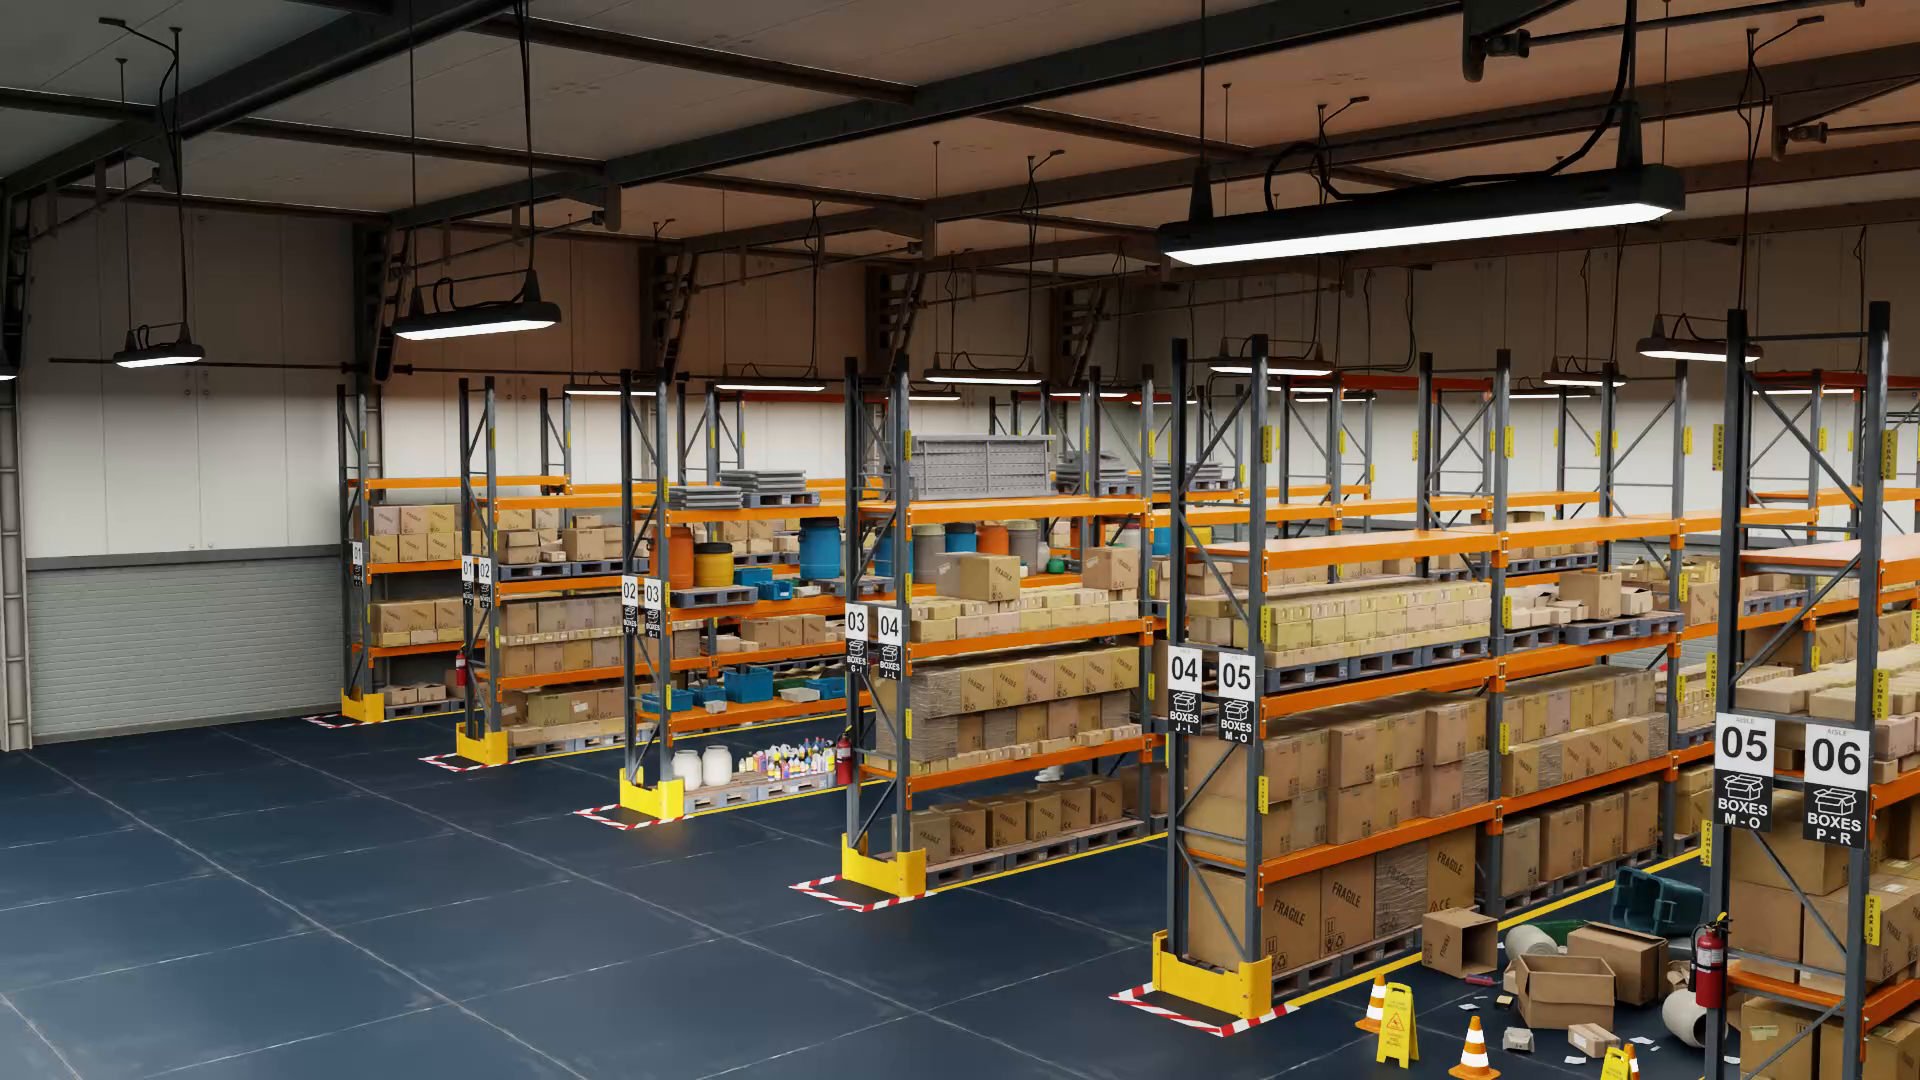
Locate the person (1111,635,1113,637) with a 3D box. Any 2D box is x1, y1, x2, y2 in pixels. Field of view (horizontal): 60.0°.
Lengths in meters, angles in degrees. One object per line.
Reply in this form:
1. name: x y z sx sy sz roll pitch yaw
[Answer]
1. person: 3.531 1.753 41.081 0.474 1.410 0.912 3 5 35
